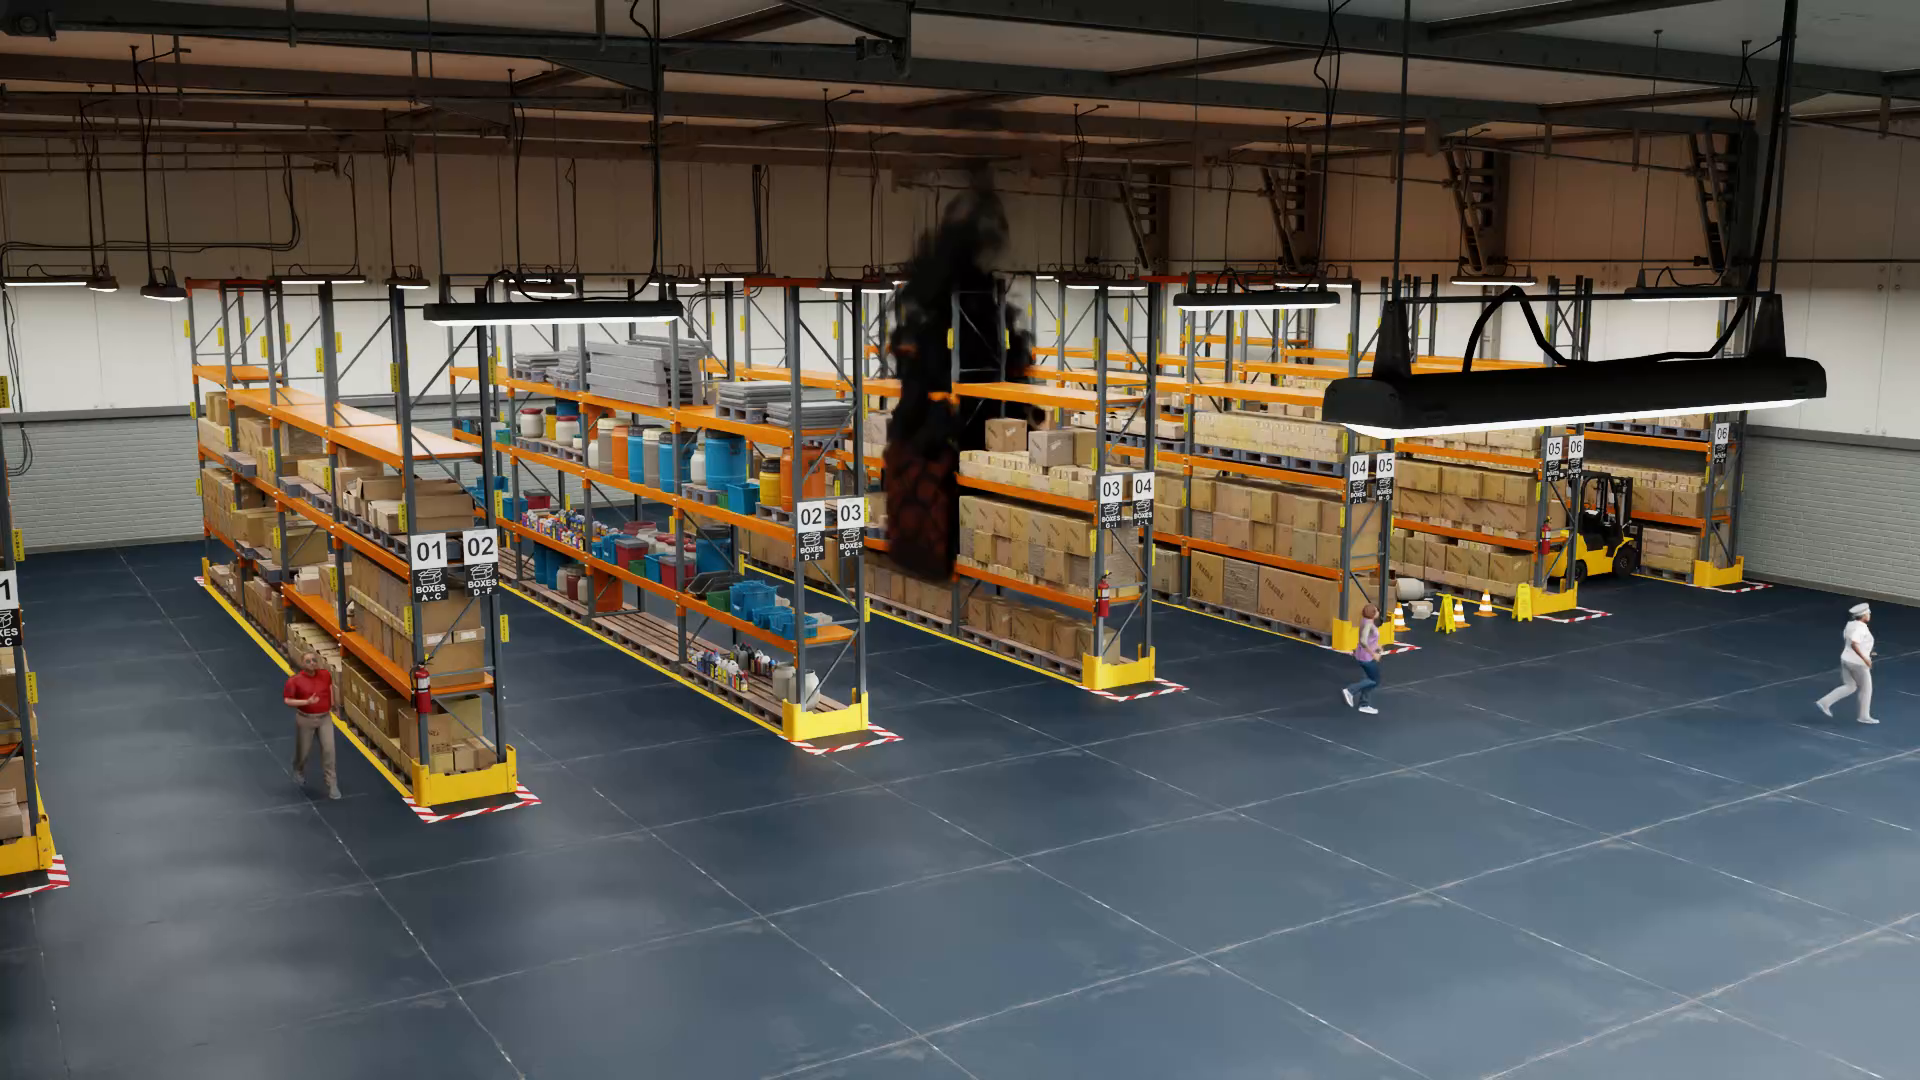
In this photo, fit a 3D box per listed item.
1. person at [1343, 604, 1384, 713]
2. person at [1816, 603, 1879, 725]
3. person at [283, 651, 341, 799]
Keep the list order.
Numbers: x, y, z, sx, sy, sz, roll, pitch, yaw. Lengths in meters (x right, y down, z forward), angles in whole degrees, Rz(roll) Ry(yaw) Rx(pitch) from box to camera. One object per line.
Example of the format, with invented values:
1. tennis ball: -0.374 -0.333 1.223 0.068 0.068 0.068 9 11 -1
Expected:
1. person: 5.700 1.671 23.457 0.586 1.572 0.532 1 10 5
2. person: 12.287 1.693 22.852 0.788 1.689 0.597 1 10 4
3. person: -7.707 2.166 19.823 0.662 1.715 0.987 -8 12 -39
